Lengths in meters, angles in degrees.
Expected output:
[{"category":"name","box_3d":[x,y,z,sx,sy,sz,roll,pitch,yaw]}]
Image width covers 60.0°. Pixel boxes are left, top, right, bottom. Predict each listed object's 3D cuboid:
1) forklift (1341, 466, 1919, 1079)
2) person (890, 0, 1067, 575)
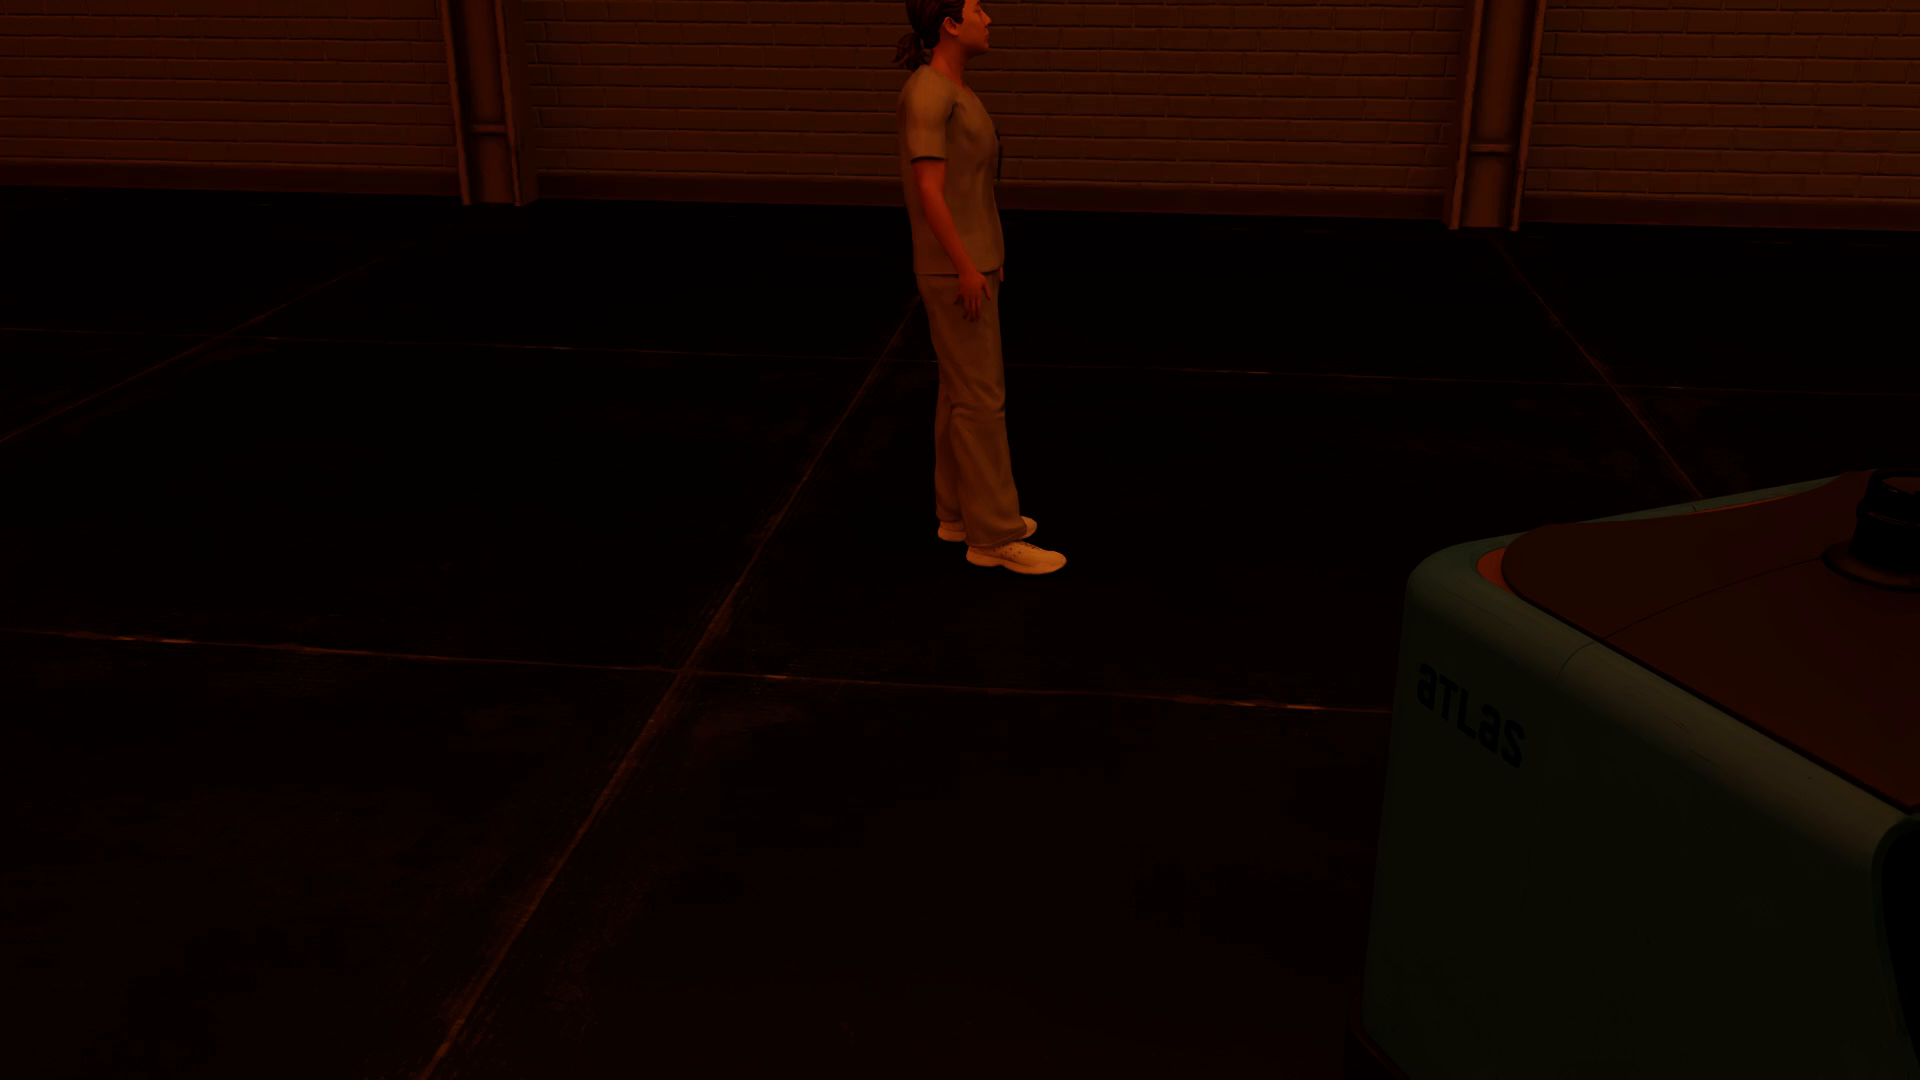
[{"category":"forklift","box_3d":[1.629,0.087,1.038,1.130,2.935,3.031,-9,24,-21]},{"category":"person","box_3d":[0.071,-0.771,4.842,0.549,1.665,0.549,3,22,7]}]
